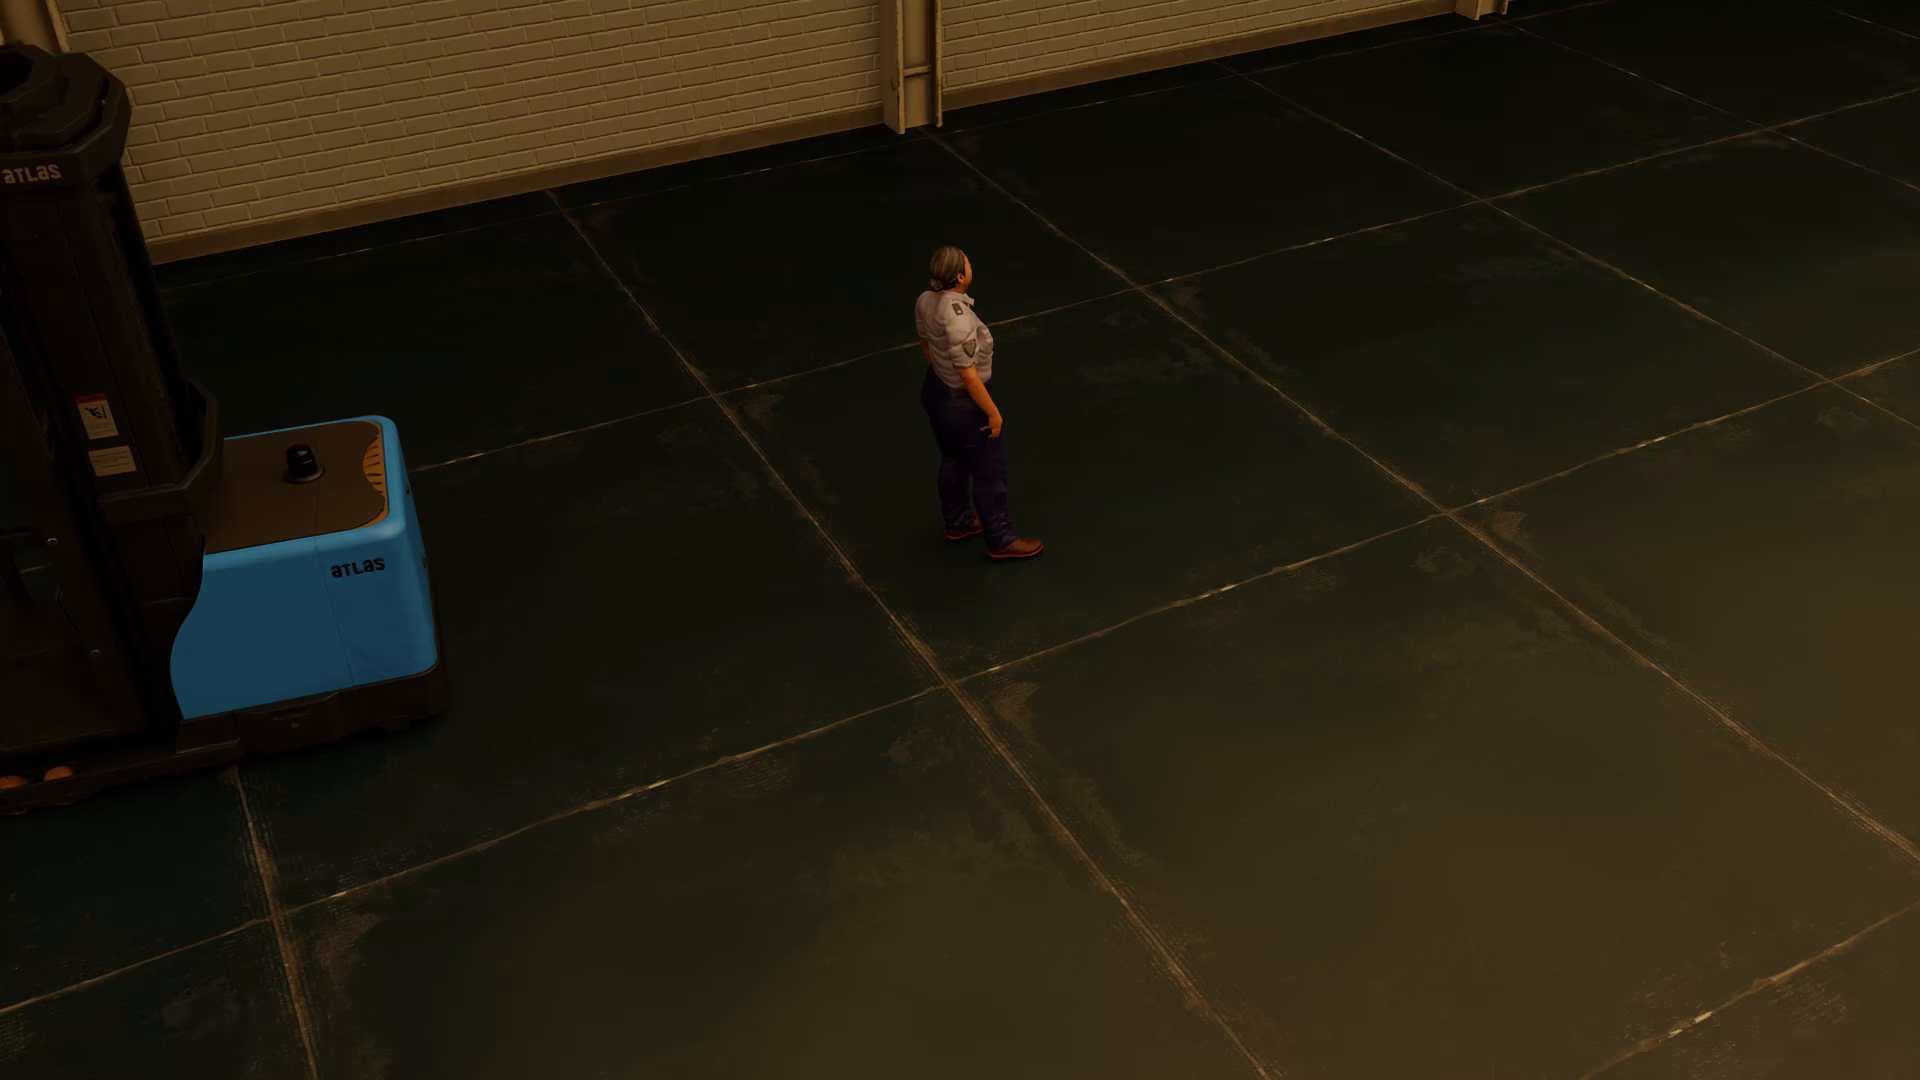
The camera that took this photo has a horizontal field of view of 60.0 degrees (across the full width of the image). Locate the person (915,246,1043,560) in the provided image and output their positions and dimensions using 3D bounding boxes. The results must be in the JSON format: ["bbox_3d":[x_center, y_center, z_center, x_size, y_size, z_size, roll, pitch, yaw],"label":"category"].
[{"bbox_3d":[0.090,-0.692,8.200,0.503,1.651,0.598,-17,39,-23],"label":"person"}]

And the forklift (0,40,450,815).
[{"bbox_3d":[-3.879,-0.379,6.659,3.031,2.935,1.130,-11,37,-15],"label":"forklift"}]
